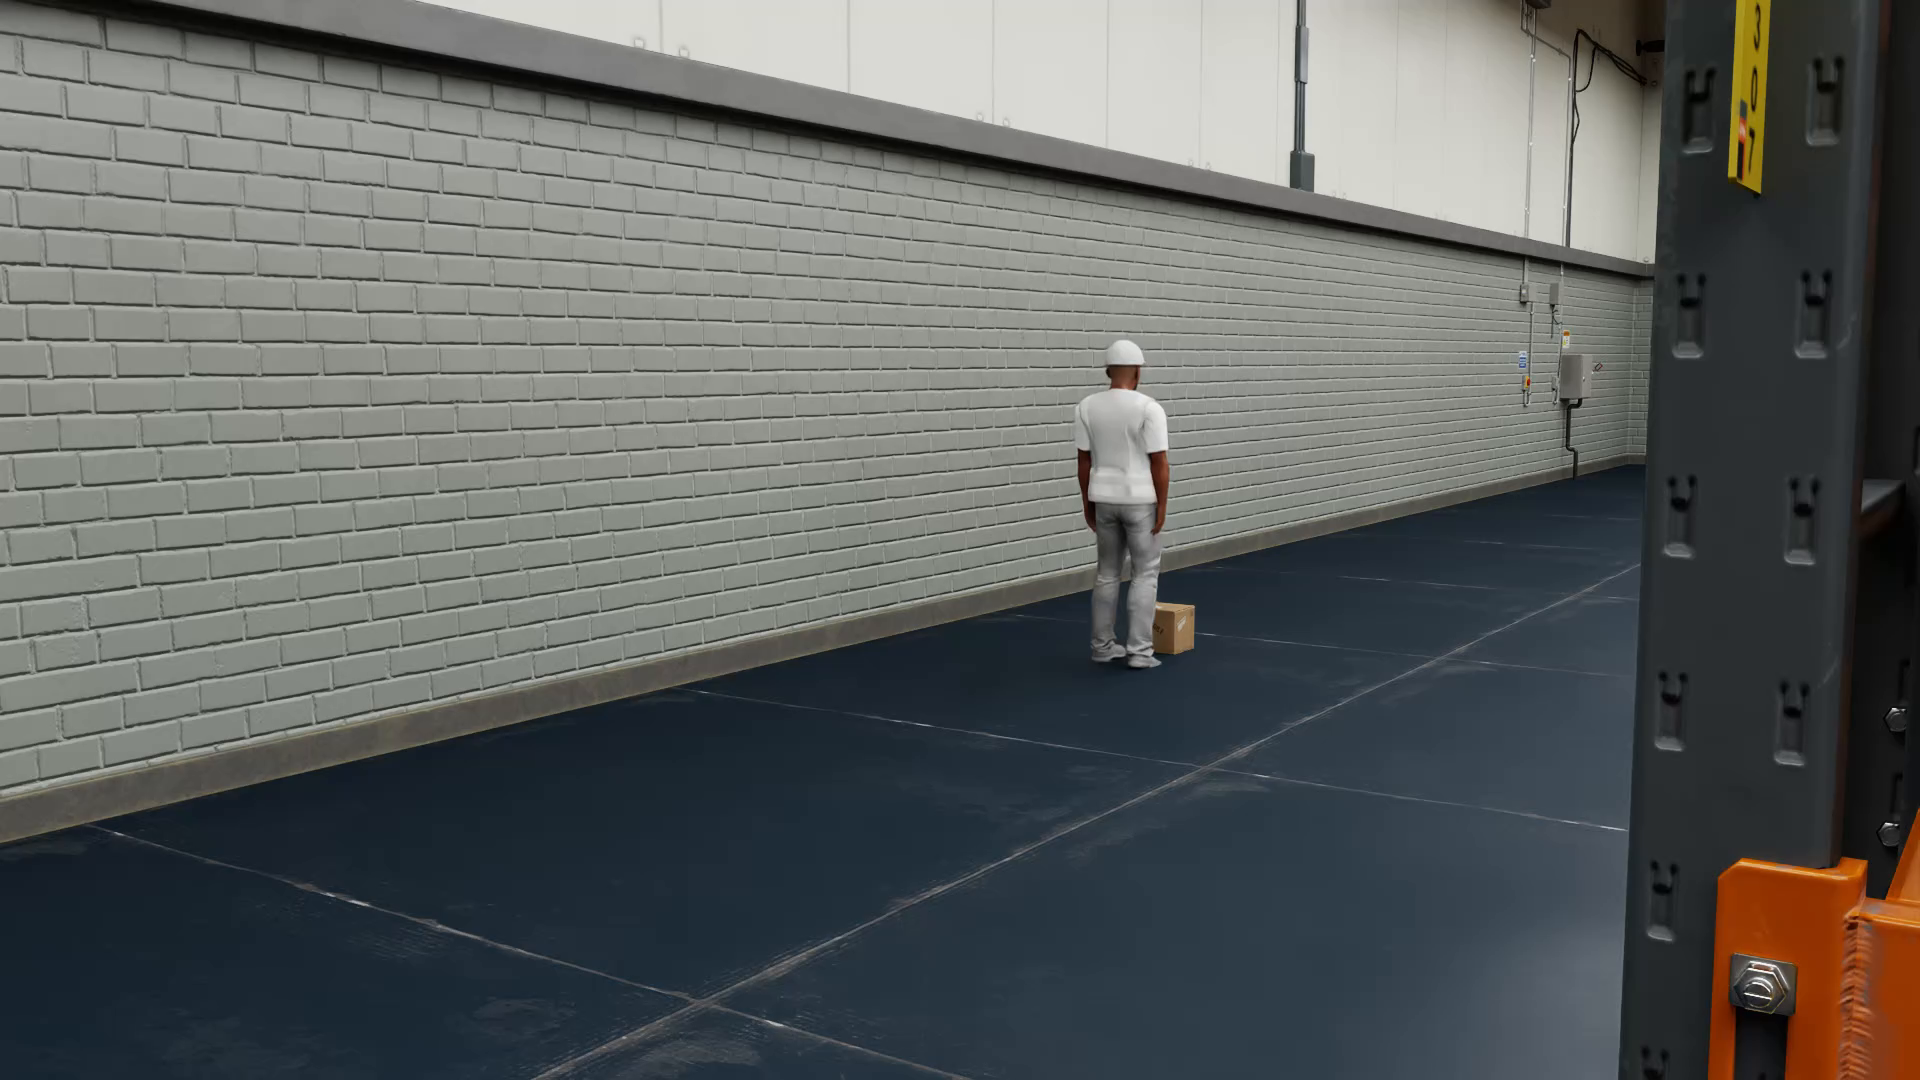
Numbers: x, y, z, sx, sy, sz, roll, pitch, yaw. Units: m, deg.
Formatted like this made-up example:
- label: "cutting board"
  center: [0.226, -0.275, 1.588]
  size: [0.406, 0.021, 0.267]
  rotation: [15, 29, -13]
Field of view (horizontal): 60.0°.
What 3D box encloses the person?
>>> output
- label: "person"
  center: [0.896, -0.186, 9.052]
  size: [0.563, 1.792, 0.370]
  rotation: [4, 8, 35]
